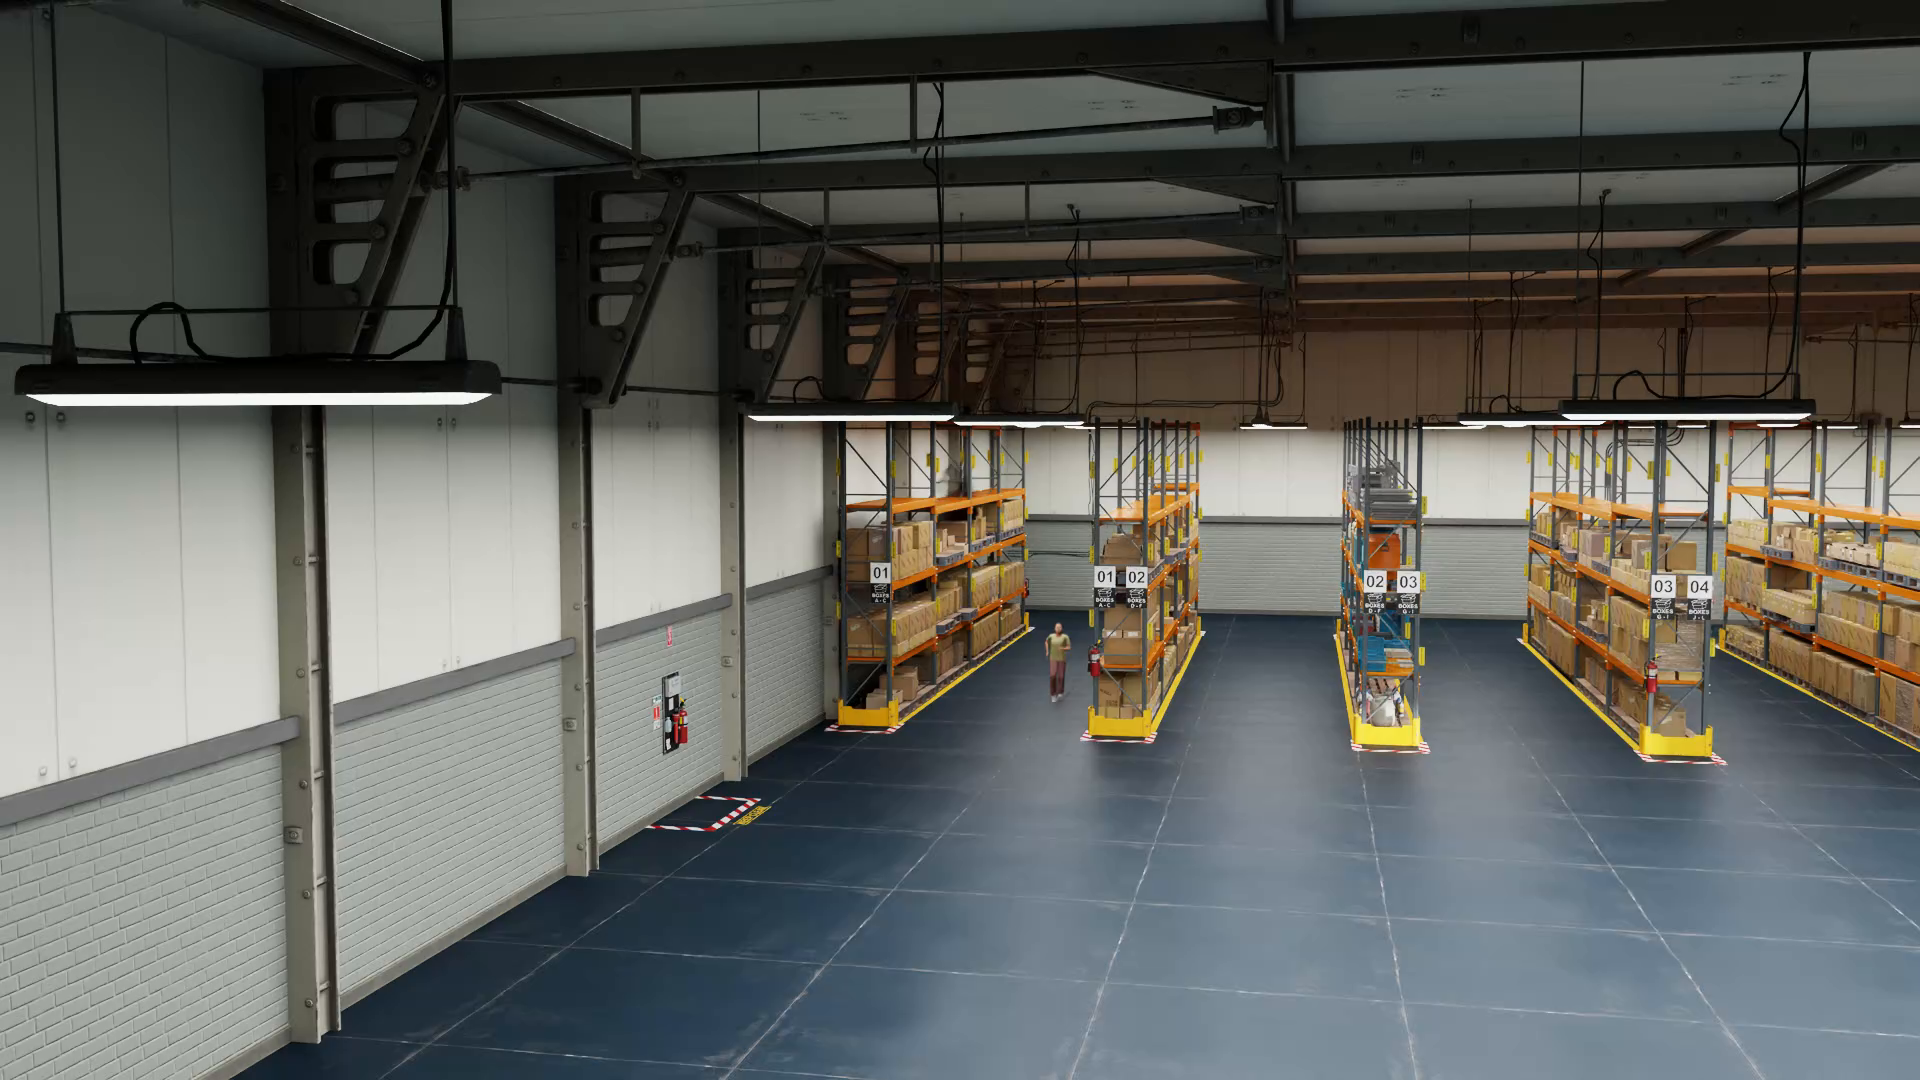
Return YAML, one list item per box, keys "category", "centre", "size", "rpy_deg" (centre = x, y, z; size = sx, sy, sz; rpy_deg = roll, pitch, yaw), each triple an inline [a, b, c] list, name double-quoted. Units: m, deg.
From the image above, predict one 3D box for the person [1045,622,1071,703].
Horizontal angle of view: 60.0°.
- category: "person"
  centre: [2.085, 2.593, 35.381]
  size: [0.543, 1.720, 0.723]
  rpy_deg: [0, 4, 4]

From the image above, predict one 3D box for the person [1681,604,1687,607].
- category: "person"
  centre: [18.799, 2.095, 43.420]
  size: [0.613, 1.622, 0.518]
  rpy_deg: [1, 4, 21]
